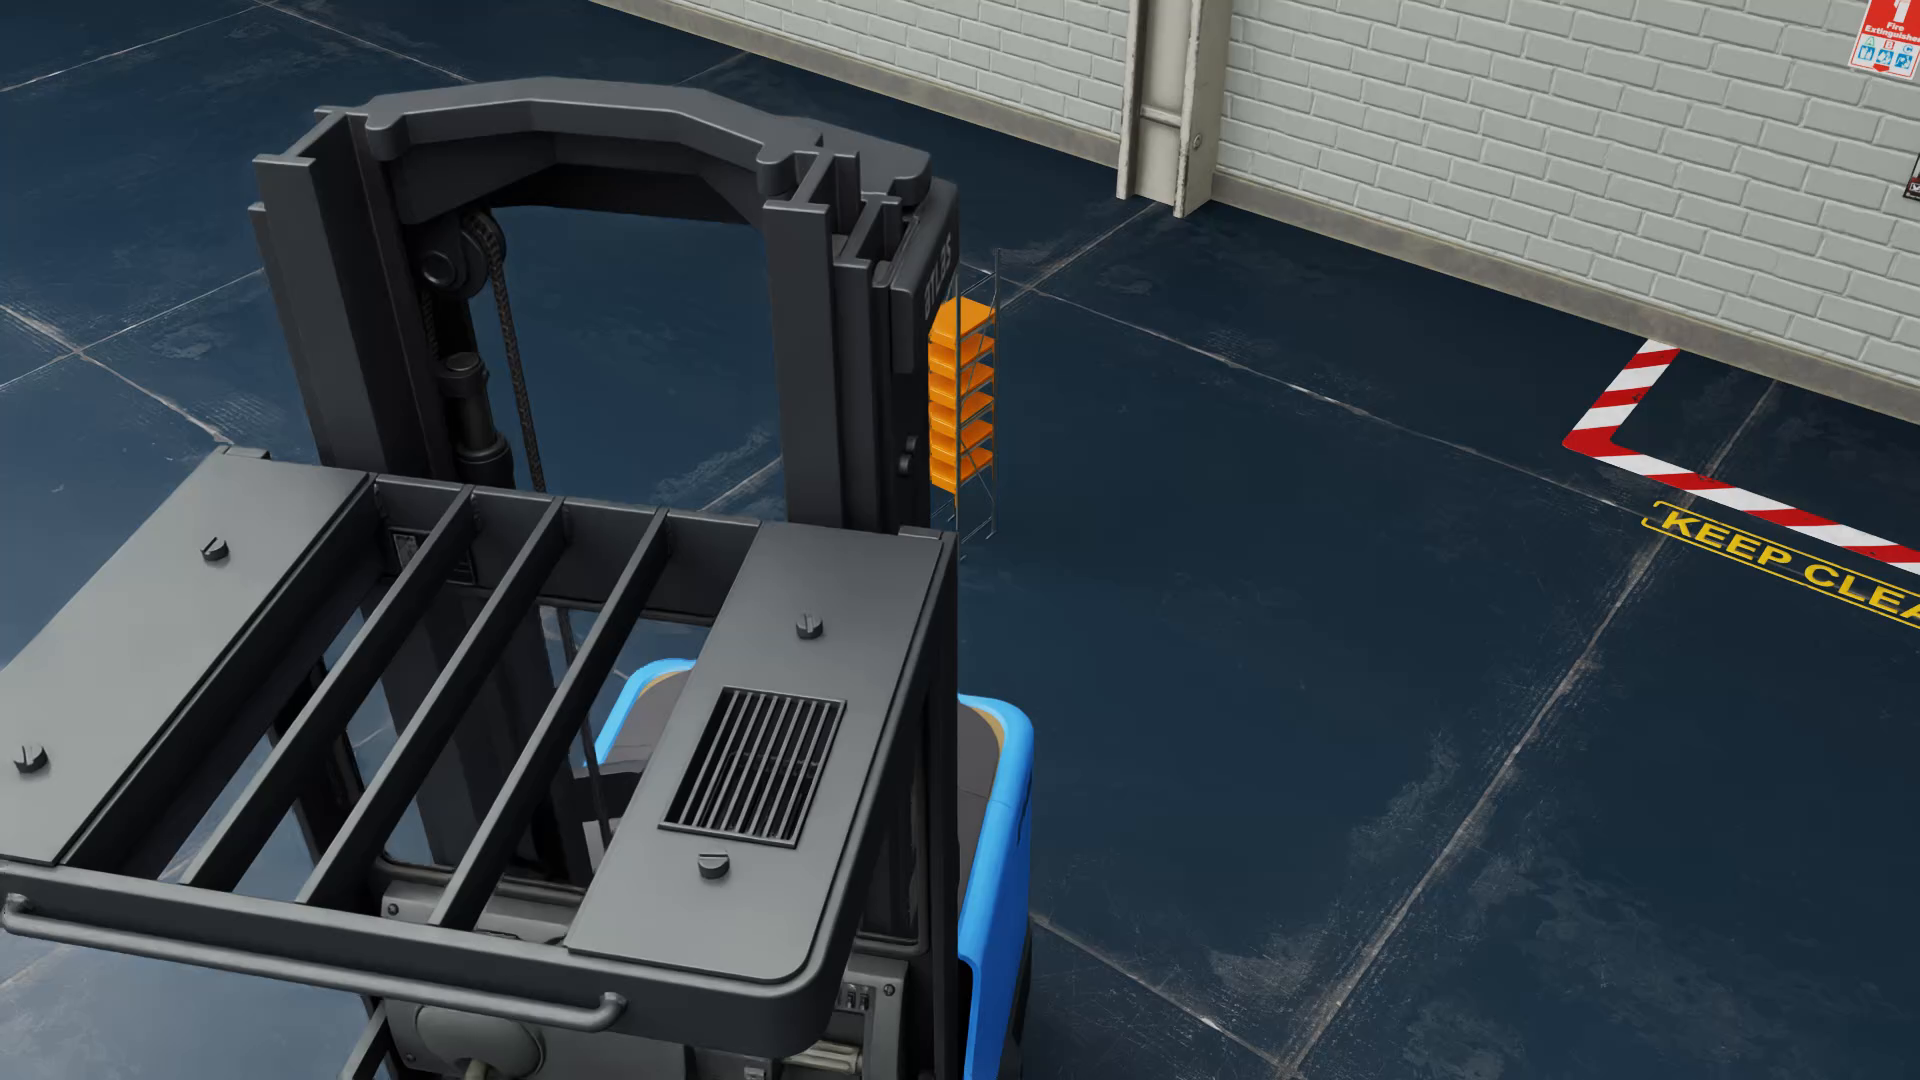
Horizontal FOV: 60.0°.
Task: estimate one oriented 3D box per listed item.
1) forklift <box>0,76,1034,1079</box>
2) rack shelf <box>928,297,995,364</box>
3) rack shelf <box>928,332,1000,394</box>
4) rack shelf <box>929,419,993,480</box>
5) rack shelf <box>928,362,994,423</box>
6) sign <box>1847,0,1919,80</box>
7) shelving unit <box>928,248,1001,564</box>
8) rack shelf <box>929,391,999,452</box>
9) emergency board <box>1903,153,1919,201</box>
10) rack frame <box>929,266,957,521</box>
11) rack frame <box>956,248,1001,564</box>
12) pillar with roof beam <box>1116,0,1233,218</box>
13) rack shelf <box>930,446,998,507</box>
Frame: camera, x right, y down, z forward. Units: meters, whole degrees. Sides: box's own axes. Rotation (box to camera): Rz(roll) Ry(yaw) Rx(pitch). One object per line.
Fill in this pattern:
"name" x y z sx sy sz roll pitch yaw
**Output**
"forklift" -0.593 0.918 2.699 1.130 2.935 3.031 7 39 9
"rack shelf" -0.012 -0.726 5.692 0.180 0.103 0.258 25 45 29
"rack shelf" -0.012 -0.632 5.766 0.180 0.103 0.258 25 45 29
"rack shelf" -0.011 -0.348 5.988 0.180 0.103 0.258 25 45 29
"rack shelf" -0.011 -0.537 5.840 0.180 0.103 0.258 25 45 29
"sign" 3.494 -1.904 6.220 0.234 0.329 0.001 25 45 29
"shelving unit" -0.012 -0.478 5.887 0.189 1.200 0.258 25 45 29
"rack shelf" -0.011 -0.443 5.914 0.180 0.103 0.258 25 45 29
"emergency board" 3.875 -1.645 5.917 0.626 1.169 0.157 25 45 29
"rack frame" -0.084 -0.512 5.931 0.006 1.200 0.240 25 45 29
"rack frame" 0.061 -0.444 5.843 0.006 1.200 0.240 25 45 29
"pillar with roof beam" -1.571 -3.189 3.024 0.400 9.000 9.100 25 45 29
"rack shelf" -0.011 -0.254 6.062 0.180 0.103 0.258 25 45 29
